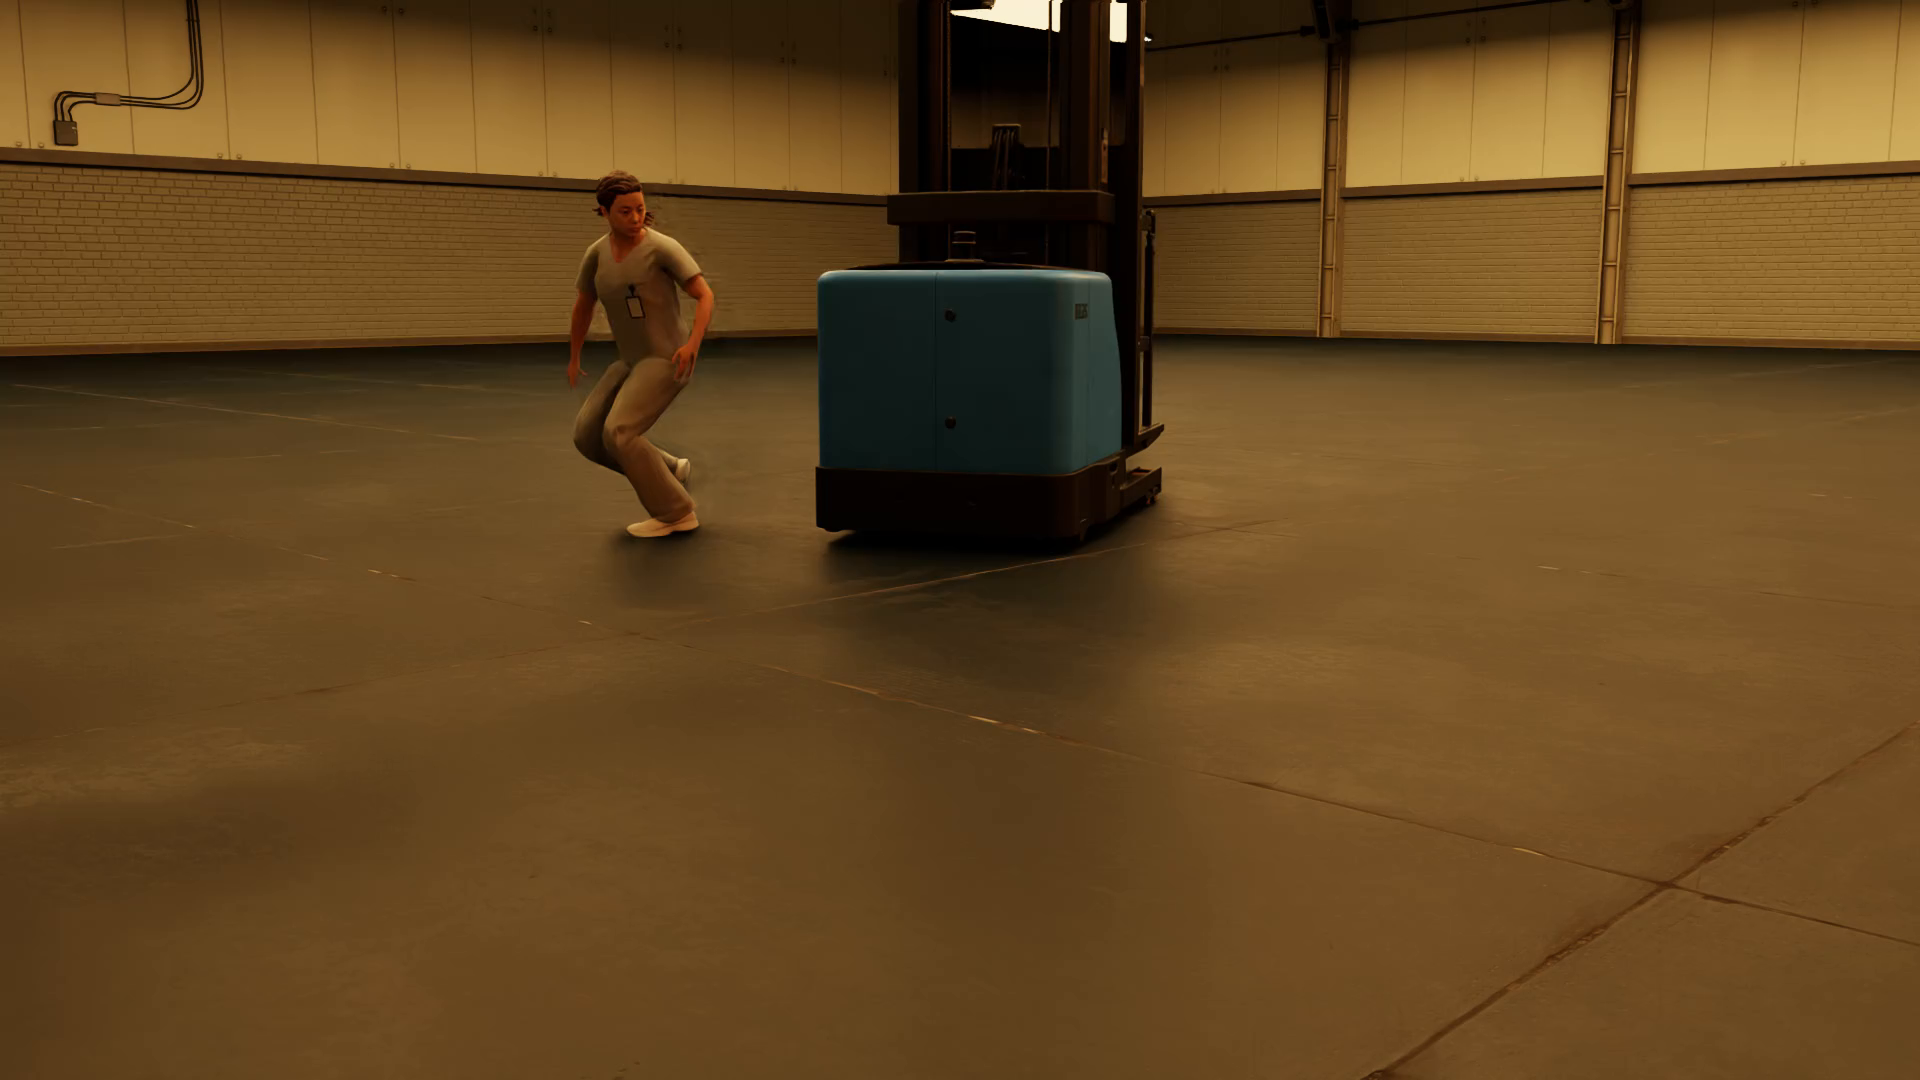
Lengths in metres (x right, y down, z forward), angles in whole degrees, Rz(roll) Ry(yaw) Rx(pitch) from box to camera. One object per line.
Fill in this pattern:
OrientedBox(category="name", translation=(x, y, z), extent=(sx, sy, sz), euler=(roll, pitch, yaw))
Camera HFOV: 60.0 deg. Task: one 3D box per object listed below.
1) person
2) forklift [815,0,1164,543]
OrientedBox(category="person", translation=(-1.317, -0.762, 6.879), extent=(0.806, 1.483, 0.570), euler=(7, 11, 38))
OrientedBox(category="forklift", translation=(0.339, -1.618, 7.622), extent=(1.130, 2.935, 3.031), euler=(3, 9, 16))
